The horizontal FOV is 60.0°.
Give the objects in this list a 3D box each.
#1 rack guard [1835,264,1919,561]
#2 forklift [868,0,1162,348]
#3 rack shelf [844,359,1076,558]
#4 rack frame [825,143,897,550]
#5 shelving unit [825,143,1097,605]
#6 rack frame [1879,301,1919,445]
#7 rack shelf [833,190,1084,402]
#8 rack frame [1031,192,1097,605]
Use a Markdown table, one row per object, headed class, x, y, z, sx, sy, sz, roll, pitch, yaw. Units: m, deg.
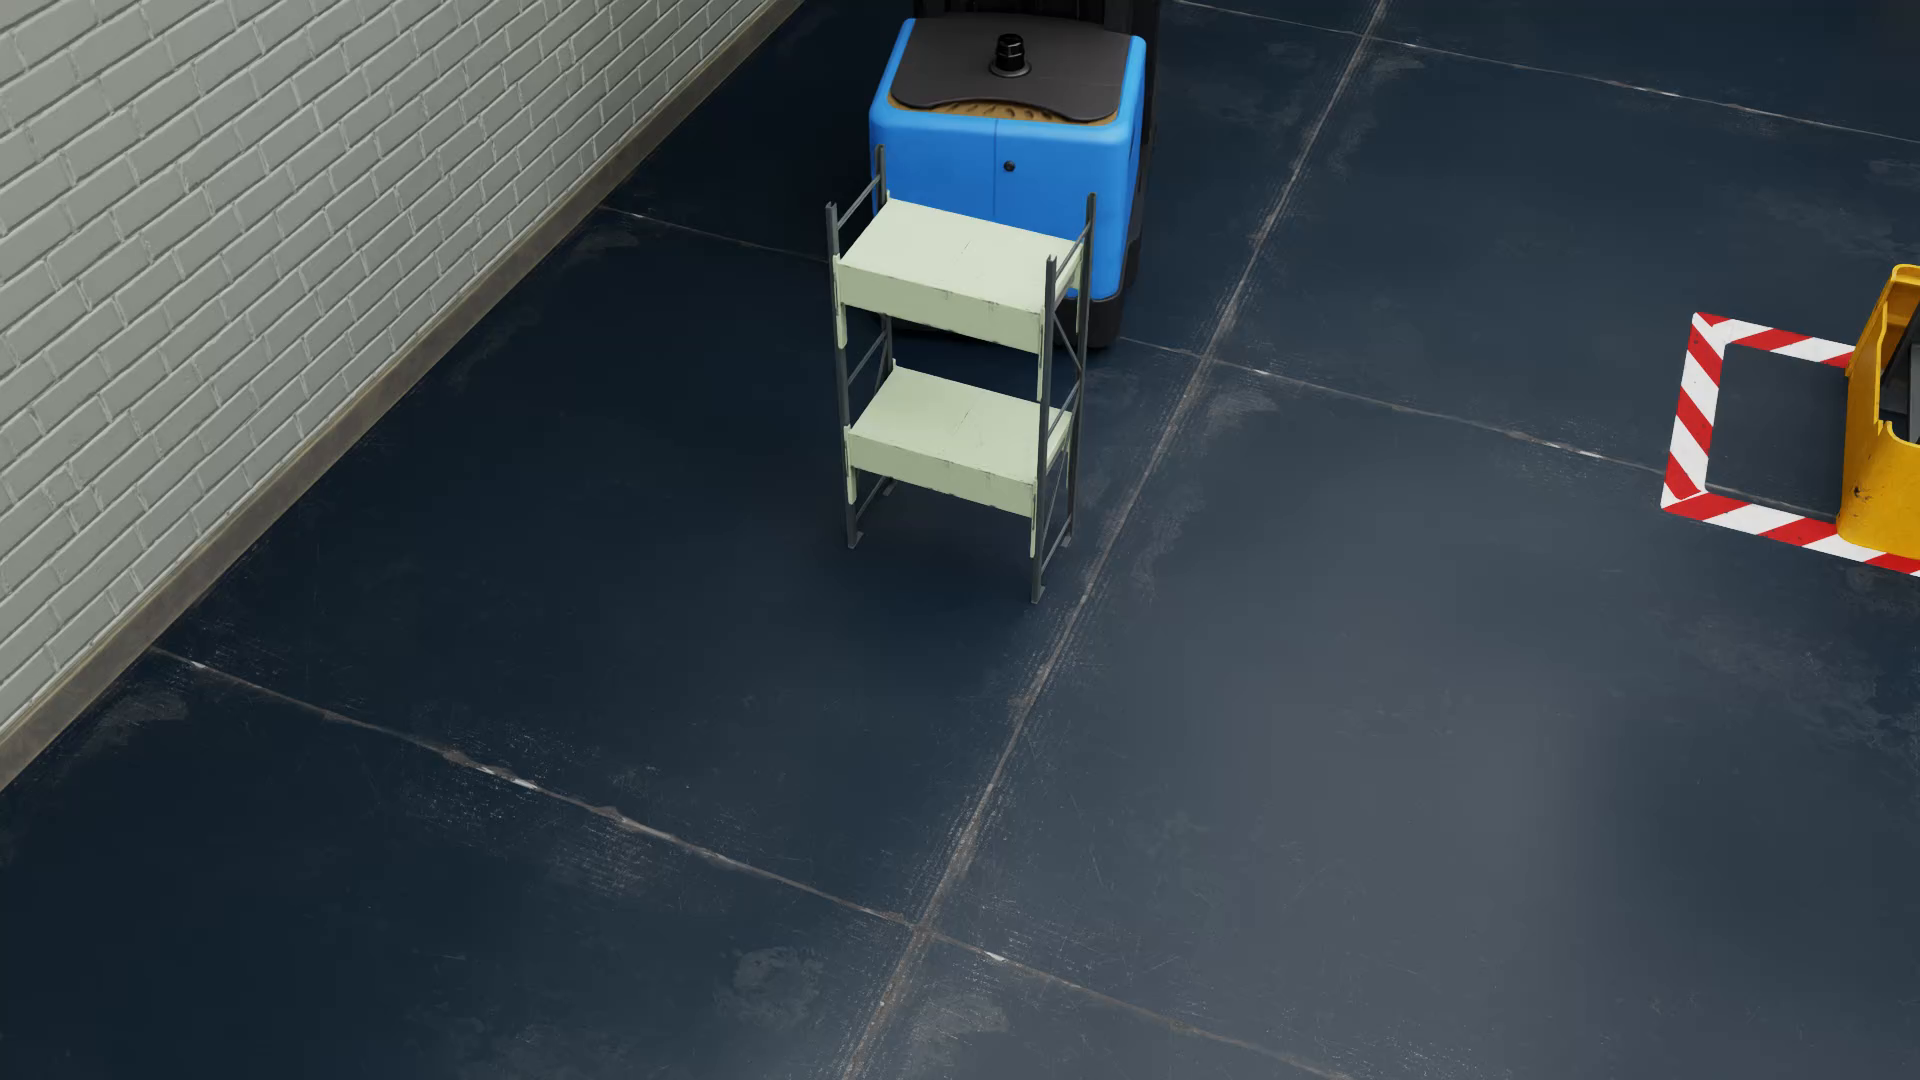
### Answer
| class | x | y | z | sx | sy | sz | roll | pitch | yaw |
| --- | --- | --- | --- | --- | --- | --- | --- | --- | --- |
| rack guard | 3.674 | -0.513 | 6.411 | 0.348 | 0.500 | 1.175 | 16 | 47 | 16 |
| forklift | 0.375 | -2.893 | 7.080 | 1.130 | 2.935 | 3.031 | 7 | 45 | 7 |
| rack shelf | 0.006 | -0.299 | 5.949 | 0.720 | 0.370 | 0.431 | 16 | 47 | 16 |
| rack frame | -0.332 | -0.629 | 5.819 | 0.023 | 1.500 | 0.400 | 16 | 47 | 16 |
| shelving unit | 0.006 | -0.530 | 5.719 | 0.755 | 1.500 | 0.431 | 16 | 47 | 16 |
| rack frame | 3.696 | -1.393 | 5.523 | 0.127 | 3.000 | 1.000 | 16 | 47 | 16 |
| rack shelf | 0.006 | -0.807 | 5.444 | 0.720 | 0.370 | 0.431 | 16 | 47 | 16 |
| rack frame | 0.344 | -0.430 | 5.619 | 0.023 | 1.500 | 0.400 | 16 | 47 | 16 |
